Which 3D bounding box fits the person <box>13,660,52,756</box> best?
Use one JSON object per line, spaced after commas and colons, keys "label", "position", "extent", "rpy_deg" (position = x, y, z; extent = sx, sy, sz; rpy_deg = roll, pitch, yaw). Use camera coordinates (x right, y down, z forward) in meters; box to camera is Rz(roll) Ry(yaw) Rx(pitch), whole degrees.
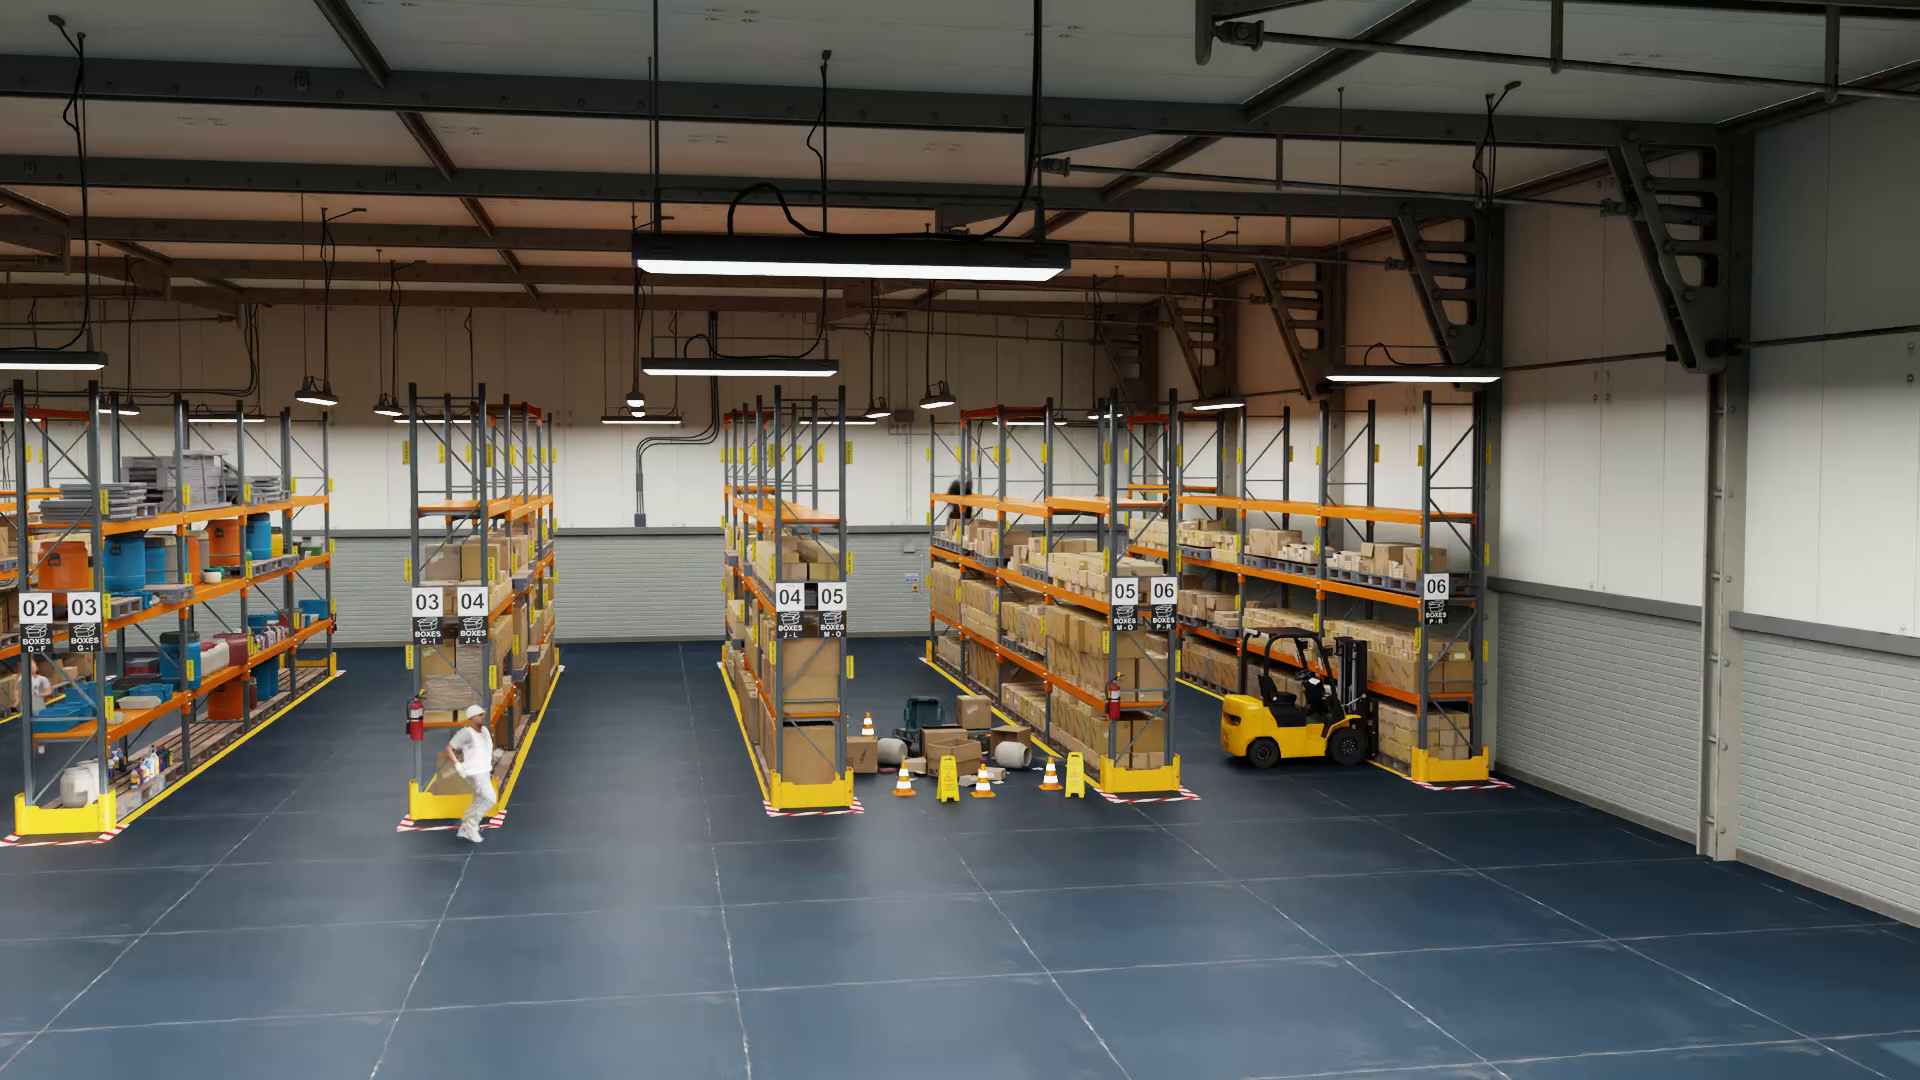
{"label": "person", "position": [-15.141, 2.776, 27.150], "extent": [0.571, 1.647, 0.911], "rpy_deg": [-1, 3, -24]}

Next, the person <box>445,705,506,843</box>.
{"label": "person", "position": [-6.212, 3.021, 21.499], "extent": [0.688, 1.771, 0.663], "rpy_deg": [1, 3, 11]}
